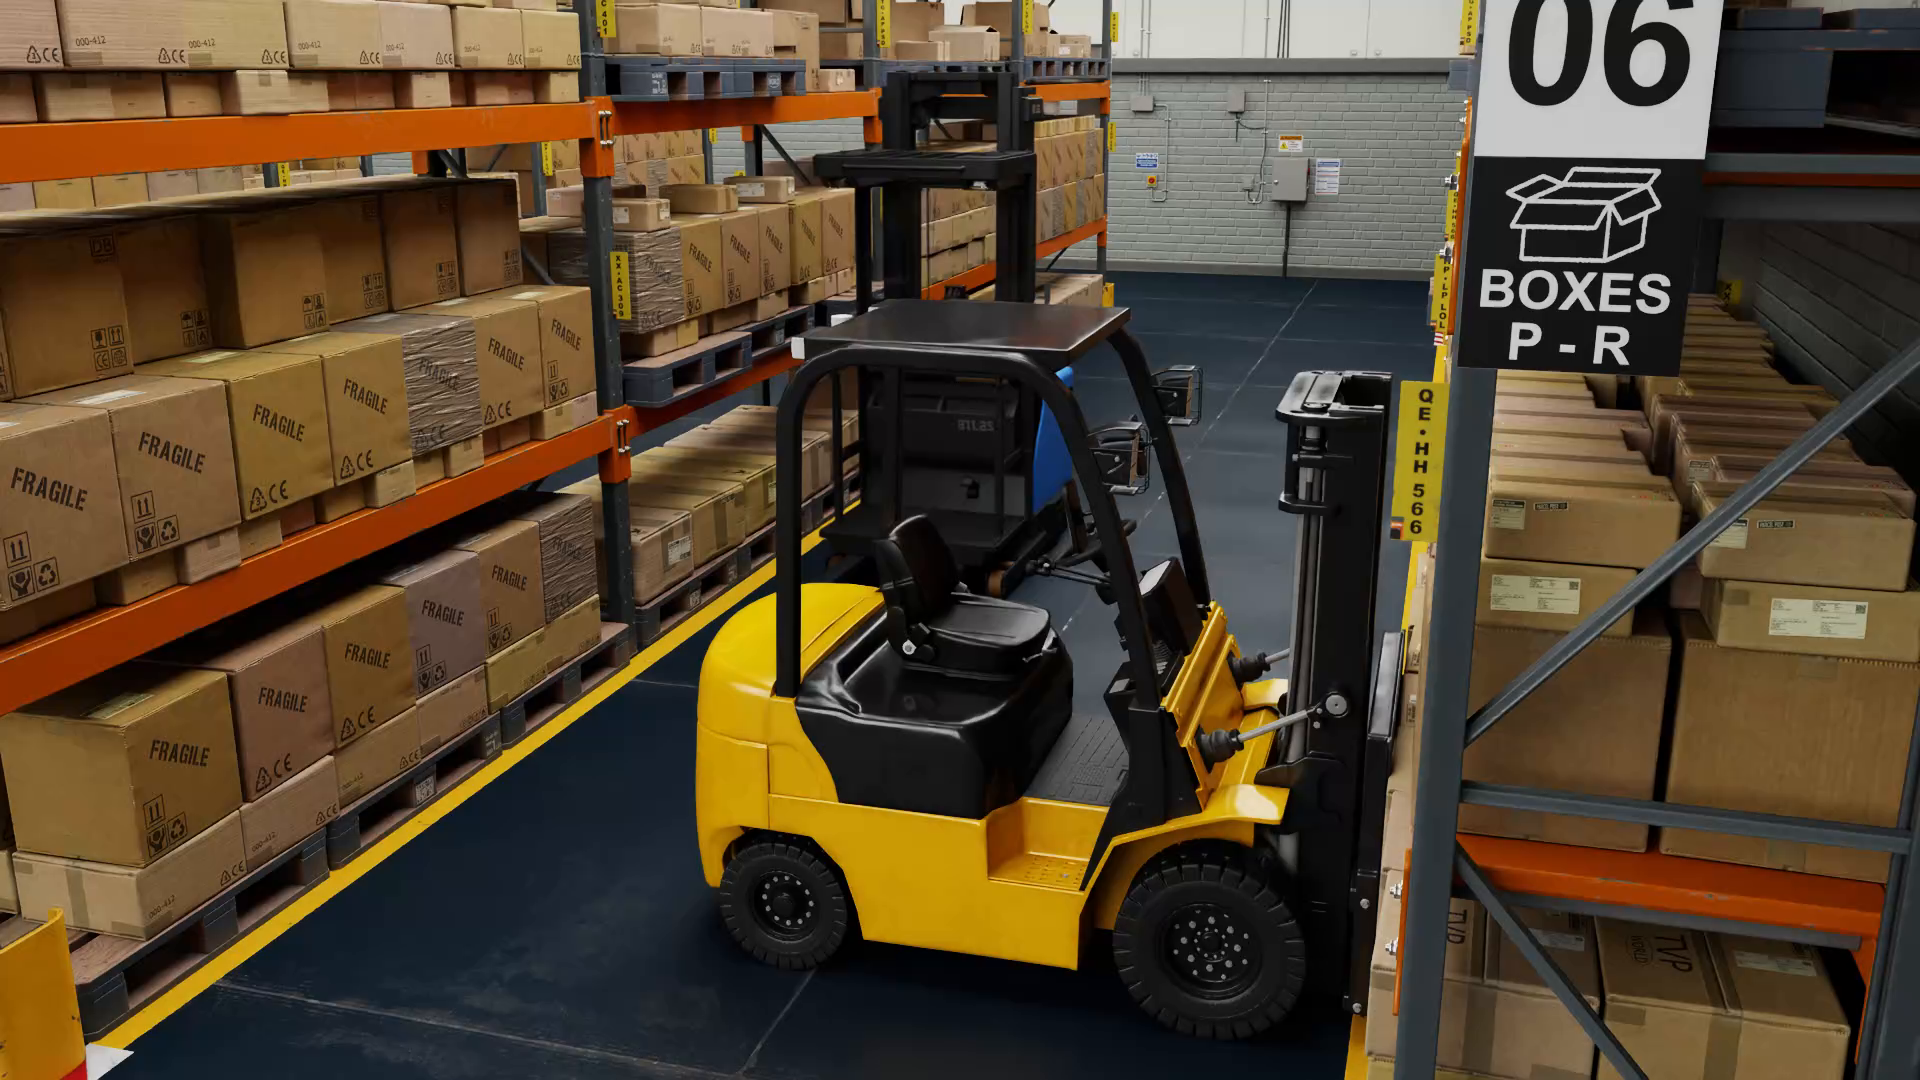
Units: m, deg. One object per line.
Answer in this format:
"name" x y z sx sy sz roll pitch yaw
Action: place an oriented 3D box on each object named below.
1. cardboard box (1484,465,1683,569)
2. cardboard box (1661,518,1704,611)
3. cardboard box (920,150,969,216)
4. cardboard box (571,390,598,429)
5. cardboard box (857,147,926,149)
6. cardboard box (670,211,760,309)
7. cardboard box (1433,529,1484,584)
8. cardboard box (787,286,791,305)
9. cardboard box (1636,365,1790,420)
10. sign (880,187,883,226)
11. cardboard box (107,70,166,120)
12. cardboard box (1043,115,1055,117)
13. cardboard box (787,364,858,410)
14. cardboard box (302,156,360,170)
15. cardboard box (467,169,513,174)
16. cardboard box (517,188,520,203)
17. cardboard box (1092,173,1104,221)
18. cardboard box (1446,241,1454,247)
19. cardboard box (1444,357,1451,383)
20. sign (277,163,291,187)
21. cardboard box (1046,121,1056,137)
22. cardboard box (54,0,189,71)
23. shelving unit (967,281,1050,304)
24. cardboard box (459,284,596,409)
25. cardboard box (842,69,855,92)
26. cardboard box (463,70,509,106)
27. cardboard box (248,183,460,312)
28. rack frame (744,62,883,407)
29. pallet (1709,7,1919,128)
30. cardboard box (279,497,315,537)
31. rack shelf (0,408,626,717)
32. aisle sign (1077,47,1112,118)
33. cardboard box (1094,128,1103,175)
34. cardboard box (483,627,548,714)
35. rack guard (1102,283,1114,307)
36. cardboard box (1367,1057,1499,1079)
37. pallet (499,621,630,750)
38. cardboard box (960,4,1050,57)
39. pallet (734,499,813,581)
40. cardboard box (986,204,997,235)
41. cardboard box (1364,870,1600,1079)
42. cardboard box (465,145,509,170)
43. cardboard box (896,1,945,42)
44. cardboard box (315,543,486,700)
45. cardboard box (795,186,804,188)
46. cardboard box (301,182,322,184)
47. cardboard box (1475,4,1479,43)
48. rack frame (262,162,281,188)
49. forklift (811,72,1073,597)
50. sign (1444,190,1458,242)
"cardboard box" 1.337 -0.051 3.595 0.380 0.149 0.250 5 16 16
"cardboard box" 1.792 0.064 3.735 0.380 0.149 0.250 5 16 16
"cardboard box" -0.234 -2.950 13.719 0.500 0.500 0.500 5 17 17
"cardboard box" -1.985 -0.640 8.048 0.380 0.149 0.250 4 16 15
"cardboard box" -0.576 -3.131 14.356 0.500 0.500 0.500 4 16 14
"cardboard box" -1.482 -1.621 9.550 0.500 0.500 0.500 5 16 16
"cardboard box" 1.312 0.020 3.888 0.380 0.149 0.250 5 17 17
"cardboard box" -1.288 -1.552 10.496 0.380 0.149 0.250 5 17 16
"cardboard box" 2.205 -0.415 4.878 0.380 0.149 0.250 5 17 16
"sign" -0.526 -2.394 11.796 0.100 0.325 0.005 5 16 16
"cardboard box" -2.773 -1.415 5.283 0.380 0.149 0.250 5 16 16
"cardboard box" 0.852 -4.703 18.710 0.380 0.149 0.250 5 17 17
"cardboard box" -0.773 -1.269 12.930 0.875 0.875 0.875 4 16 15
"cardboard box" -8.164 -5.060 21.528 0.500 0.500 0.500 5 17 17
"cardboard box" -4.821 -3.658 17.502 0.500 0.500 0.500 5 16 16
"cardboard box" -4.611 -3.423 16.548 0.380 0.149 0.250 5 17 18
"cardboard box" 1.341 -3.909 18.931 0.500 0.500 0.500 5 17 16
"cardboard box" 3.700 -1.962 11.754 0.500 0.250 0.500 4 16 13
"cardboard box" 2.198 -0.437 6.688 0.500 0.500 0.500 4 16 14
"sign" -5.291 -2.787 13.036 0.100 0.325 0.005 5 16 16
"cardboard box" 0.748 -4.131 16.692 0.380 0.149 0.250 4 16 14
"cardboard box" -2.772 -1.578 5.127 0.500 0.250 0.500 4 16 15
"shelving unit" 0.333 -1.009 11.639 0.431 1.500 0.755 5 17 17
"cardboard box" -2.074 -0.924 7.861 0.500 0.500 0.500 4 16 14
"cardboard box" -0.937 -3.138 11.360 0.380 0.149 0.250 5 16 16
"cardboard box" -2.189 -1.956 7.192 0.380 0.149 0.250 5 17 16
"cardboard box" -2.685 -1.310 7.391 0.700 0.500 0.500 5 17 16
"rack frame" -1.049 -1.915 12.083 1.000 3.000 0.127 5 16 16
"pallet" 1.663 -1.021 3.598 1.003 0.211 1.213 5 16 16
"cardboard box" -2.641 -0.111 6.184 0.380 0.149 0.250 5 17 18
"rack shelf" -2.754 0.001 6.647 1.077 0.370 4.000 5 16 16
"aisle sign" 1.542 -5.253 19.089 0.394 0.787 0.004 5 16 16
"cardboard box" 1.316 -4.392 18.802 0.500 0.500 0.500 5 17 18
"cardboard box" -2.238 0.568 7.599 0.500 0.250 0.500 4 16 14
"rack guard" 1.231 -2.811 19.825 1.175 0.500 0.348 5 16 16
"cardboard box" 1.276 1.291 4.134 0.500 0.250 0.500 4 16 15
"pallet" -2.343 0.652 8.145 1.003 0.211 1.213 5 16 16
"cardboard box" 0.440 -5.059 16.531 0.797 0.503 0.637 6 17 20
"pallet" -1.621 -0.051 10.621 1.003 0.211 1.213 5 16 16
"cardboard box" 0.060 -2.864 14.789 0.500 0.250 0.500 5 17 17
"cardboard box" 1.269 1.057 4.042 0.500 0.250 0.500 5 17 18
"cardboard box" -4.813 -4.135 17.349 0.500 0.500 0.500 4 16 14
"cardboard box" -0.441 -4.446 14.559 0.500 0.500 0.500 4 16 15
"cardboard box" -2.383 0.334 7.049 0.500 0.500 0.500 6 17 19
"cardboard box" -1.399 -2.208 11.620 0.500 0.500 0.500 4 16 14
"cardboard box" -5.754 -3.141 15.008 0.380 0.149 0.250 5 17 19
"cardboard box" 2.546 -2.343 7.306 0.500 0.311 0.500 4 16 14
"rack frame" -5.824 -2.272 13.343 1.000 3.000 0.127 5 16 16
"forklift" -0.167 -1.196 9.676 1.130 2.935 3.031 5 17 17
"sign" 3.188 -2.089 10.722 0.100 0.325 0.005 5 16 16
